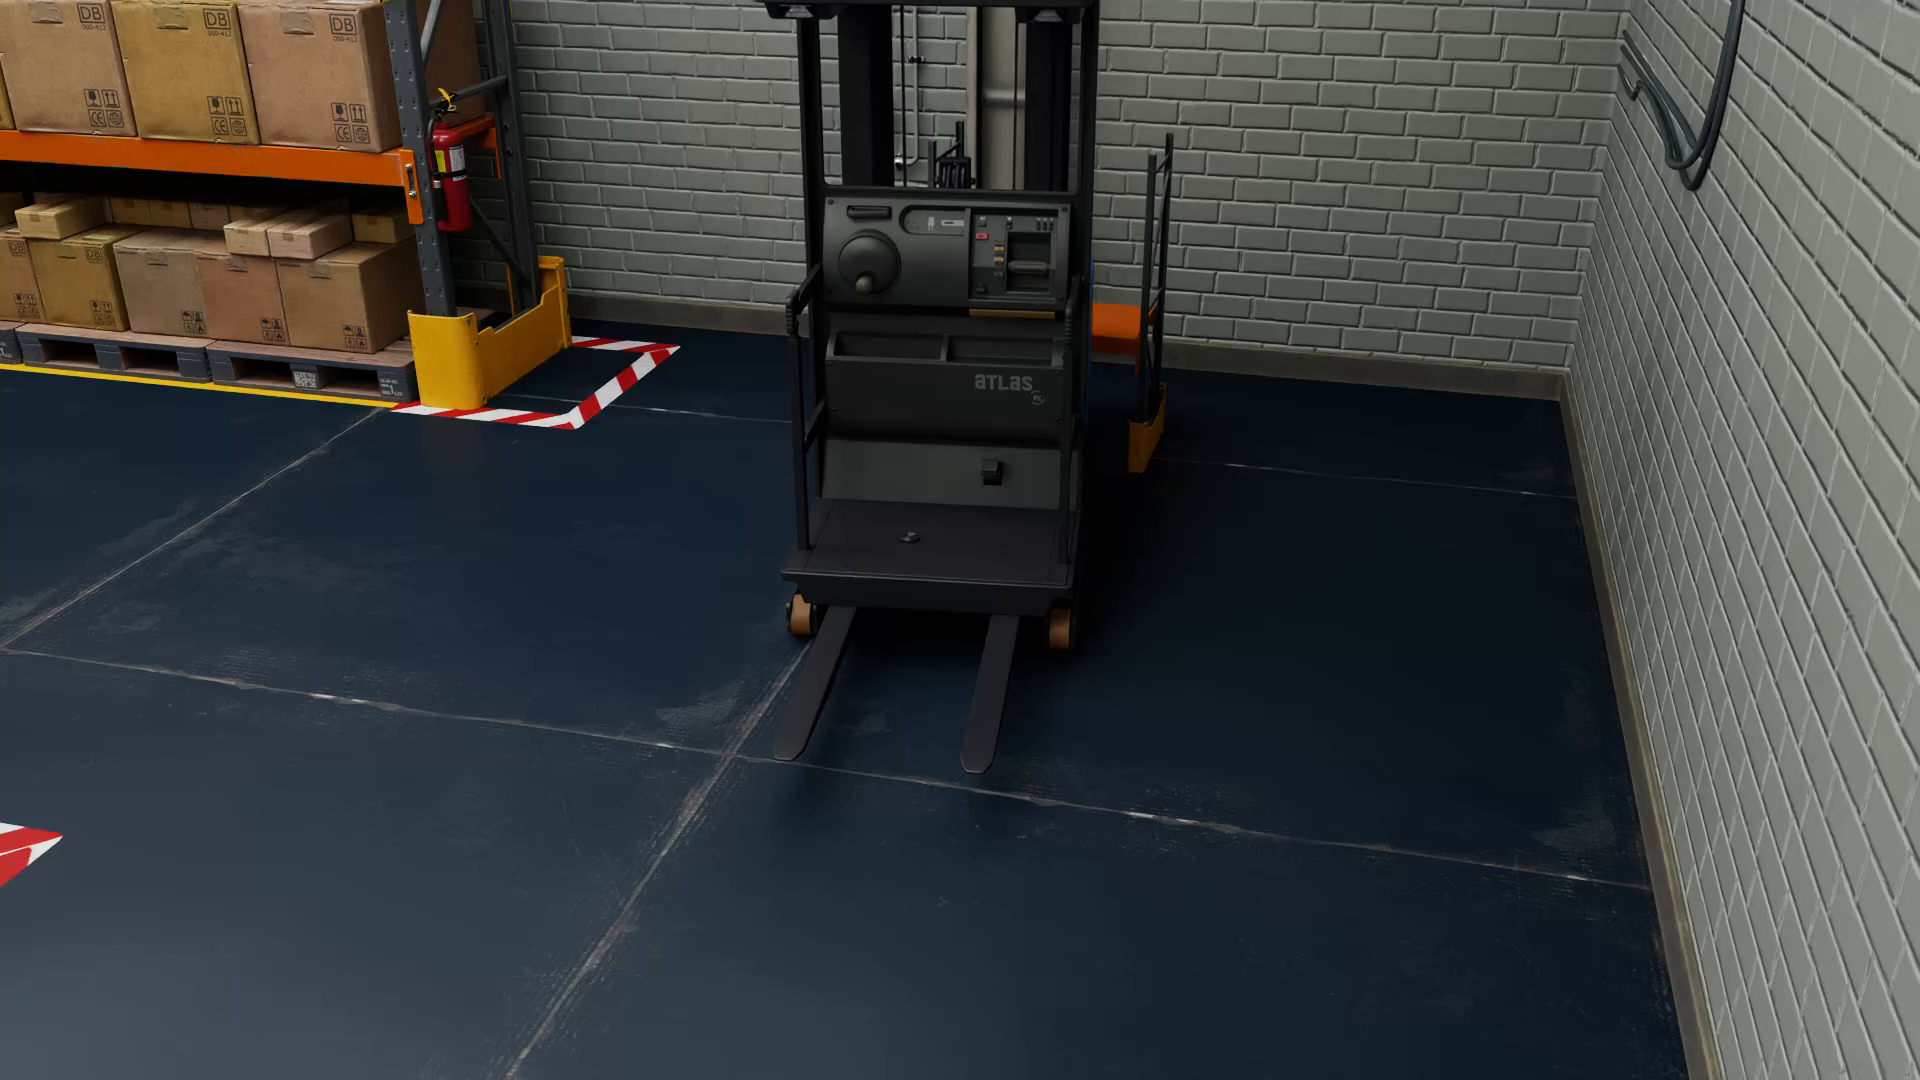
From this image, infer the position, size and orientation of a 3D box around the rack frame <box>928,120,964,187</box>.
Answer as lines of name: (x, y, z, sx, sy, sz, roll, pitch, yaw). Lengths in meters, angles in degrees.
rack frame: (-0.064, -1.241, 8.111, 0.032, 1.500, 0.500, 7, 26, 15)

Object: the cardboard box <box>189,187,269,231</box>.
cardboard box: (-4.080, -1.853, 9.317, 0.250, 0.149, 0.380, 7, 26, 14)

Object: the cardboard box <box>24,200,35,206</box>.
cardboard box: (-5.744, -1.654, 9.655, 0.500, 0.500, 0.700, 7, 26, 14)

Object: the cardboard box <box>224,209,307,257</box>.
cardboard box: (-3.689, -1.640, 8.870, 0.250, 0.149, 0.380, 7, 26, 14)

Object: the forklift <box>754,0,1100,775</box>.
forklift: (-0.075, -1.056, 6.059, 1.130, 2.935, 3.031, 3, 26, 6)

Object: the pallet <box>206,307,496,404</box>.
pallet: (-3.363, -1.082, 9.277, 1.213, 0.211, 1.003, 6, 26, 13)

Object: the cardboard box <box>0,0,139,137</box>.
cardboard box: (-4.509, -2.632, 8.941, 0.700, 0.700, 0.980, 5, 26, 10)

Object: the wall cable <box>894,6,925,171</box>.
wall cable: (-1.093, -3.003, 8.887, 1.851, 1.984, 0.084, 6, 26, 13)

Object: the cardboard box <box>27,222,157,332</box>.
cardboard box: (-4.762, -1.543, 9.421, 0.500, 0.500, 0.700, 7, 26, 14)

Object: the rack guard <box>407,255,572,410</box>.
rack guard: (-2.546, -1.157, 9.098, 0.348, 0.500, 1.175, 6, 26, 13)

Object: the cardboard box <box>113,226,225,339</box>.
cardboard box: (-4.244, -1.489, 9.308, 0.500, 0.500, 0.700, 5, 26, 11)

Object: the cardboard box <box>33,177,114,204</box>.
cardboard box: (-5.069, -1.962, 9.546, 0.250, 0.149, 0.380, 5, 26, 11)

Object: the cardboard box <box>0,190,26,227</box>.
cardboard box: (-5.458, -1.835, 9.279, 0.250, 0.149, 0.380, 7, 26, 15)

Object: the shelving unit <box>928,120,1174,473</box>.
shelving unit: (0.433, -1.179, 7.982, 1.083, 1.500, 0.587, 7, 26, 15)

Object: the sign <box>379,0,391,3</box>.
sign: (-2.717, -2.693, 7.795, 0.005, 0.325, 0.100, 6, 26, 13)

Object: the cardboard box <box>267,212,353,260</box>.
cardboard box: (-3.441, -1.613, 8.813, 0.250, 0.149, 0.380, 6, 26, 12)

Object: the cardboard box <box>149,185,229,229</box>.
cardboard box: (-4.329, -1.880, 9.374, 0.250, 0.149, 0.380, 7, 26, 14)

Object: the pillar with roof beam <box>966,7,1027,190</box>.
pillar with roof beam: (-0.811, -3.275, 3.661, 0.400, 9.000, 9.100, 6, 26, 13)

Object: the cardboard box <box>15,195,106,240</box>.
cardboard box: (-4.952, -1.779, 9.161, 0.250, 0.149, 0.380, 6, 26, 12)

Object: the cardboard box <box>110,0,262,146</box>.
cardboard box: (-3.773, -2.547, 8.761, 0.700, 0.700, 0.980, 6, 26, 13)

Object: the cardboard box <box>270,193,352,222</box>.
cardboard box: (-3.592, -1.799, 9.203, 0.250, 0.149, 0.380, 6, 26, 13)

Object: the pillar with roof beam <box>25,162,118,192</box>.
pillar with roof beam: (-6.622, -3.918, 5.010, 0.400, 9.000, 9.100, 6, 26, 13)

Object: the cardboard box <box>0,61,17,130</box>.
cardboard box: (-5.216, -2.706, 9.096, 0.700, 0.700, 0.980, 6, 26, 12)

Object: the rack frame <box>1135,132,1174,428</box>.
rack frame: (0.913, -1.119, 7.856, 0.032, 1.500, 0.500, 7, 26, 15)

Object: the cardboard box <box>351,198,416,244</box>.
cardboard box: (-3.101, -1.745, 9.090, 0.250, 0.149, 0.380, 6, 26, 13)

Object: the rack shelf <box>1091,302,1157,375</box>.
rack shelf: (0.425, -1.018, 8.061, 1.000, 0.185, 0.538, 7, 26, 15)

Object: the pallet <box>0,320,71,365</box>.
pallet: (-5.726, -1.343, 9.825, 1.213, 0.211, 1.003, 6, 26, 13)

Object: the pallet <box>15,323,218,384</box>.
pallet: (-4.541, -1.213, 9.553, 1.213, 0.211, 1.003, 6, 26, 13)

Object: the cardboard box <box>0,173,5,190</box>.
cardboard box: (-5.835, -2.045, 9.721, 0.250, 0.149, 0.380, 6, 26, 13)

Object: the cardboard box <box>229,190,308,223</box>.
cardboard box: (-3.834, -1.826, 9.260, 0.250, 0.149, 0.380, 7, 26, 13)

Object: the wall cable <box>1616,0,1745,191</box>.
wall cable: (2.820, -2.840, 6.359, 0.112, 2.526, 3.097, 6, 26, 13)

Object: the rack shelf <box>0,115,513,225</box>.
rack shelf: (-4.506, -2.177, 9.170, 4.000, 0.370, 1.077, 6, 26, 13)

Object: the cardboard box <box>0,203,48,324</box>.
cardboard box: (-5.258, -1.599, 9.539, 0.500, 0.500, 0.700, 6, 26, 12)

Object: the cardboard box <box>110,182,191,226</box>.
cardboard box: (-4.574, -1.907, 9.431, 0.250, 0.149, 0.380, 6, 26, 12)

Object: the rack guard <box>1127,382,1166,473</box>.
rack guard: (0.912, -0.555, 8.125, 0.087, 0.250, 0.587, 7, 26, 15)

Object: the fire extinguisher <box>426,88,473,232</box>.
fire extinguisher: (-2.538, -1.876, 8.225, 0.183, 0.674, 0.296, 6, 26, 13)

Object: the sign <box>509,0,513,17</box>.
sign: (-2.425, -2.945, 8.847, 0.005, 0.325, 0.100, 6, 26, 13)

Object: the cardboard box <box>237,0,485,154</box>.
cardboard box: (-3.065, -2.474, 8.607, 0.700, 0.700, 0.980, 8, 26, 15)

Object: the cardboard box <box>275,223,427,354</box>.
cardboard box: (-3.272, -1.382, 9.083, 0.500, 0.500, 0.700, 6, 26, 13)

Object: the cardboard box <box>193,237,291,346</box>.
cardboard box: (-3.756, -1.436, 9.195, 0.500, 0.500, 0.700, 6, 26, 13)

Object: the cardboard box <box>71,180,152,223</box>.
cardboard box: (-4.824, -1.934, 9.488, 0.250, 0.149, 0.380, 7, 26, 14)

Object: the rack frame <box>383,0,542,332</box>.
rack frame: (-2.569, -2.288, 8.566, 0.127, 3.000, 1.000, 6, 26, 13)
